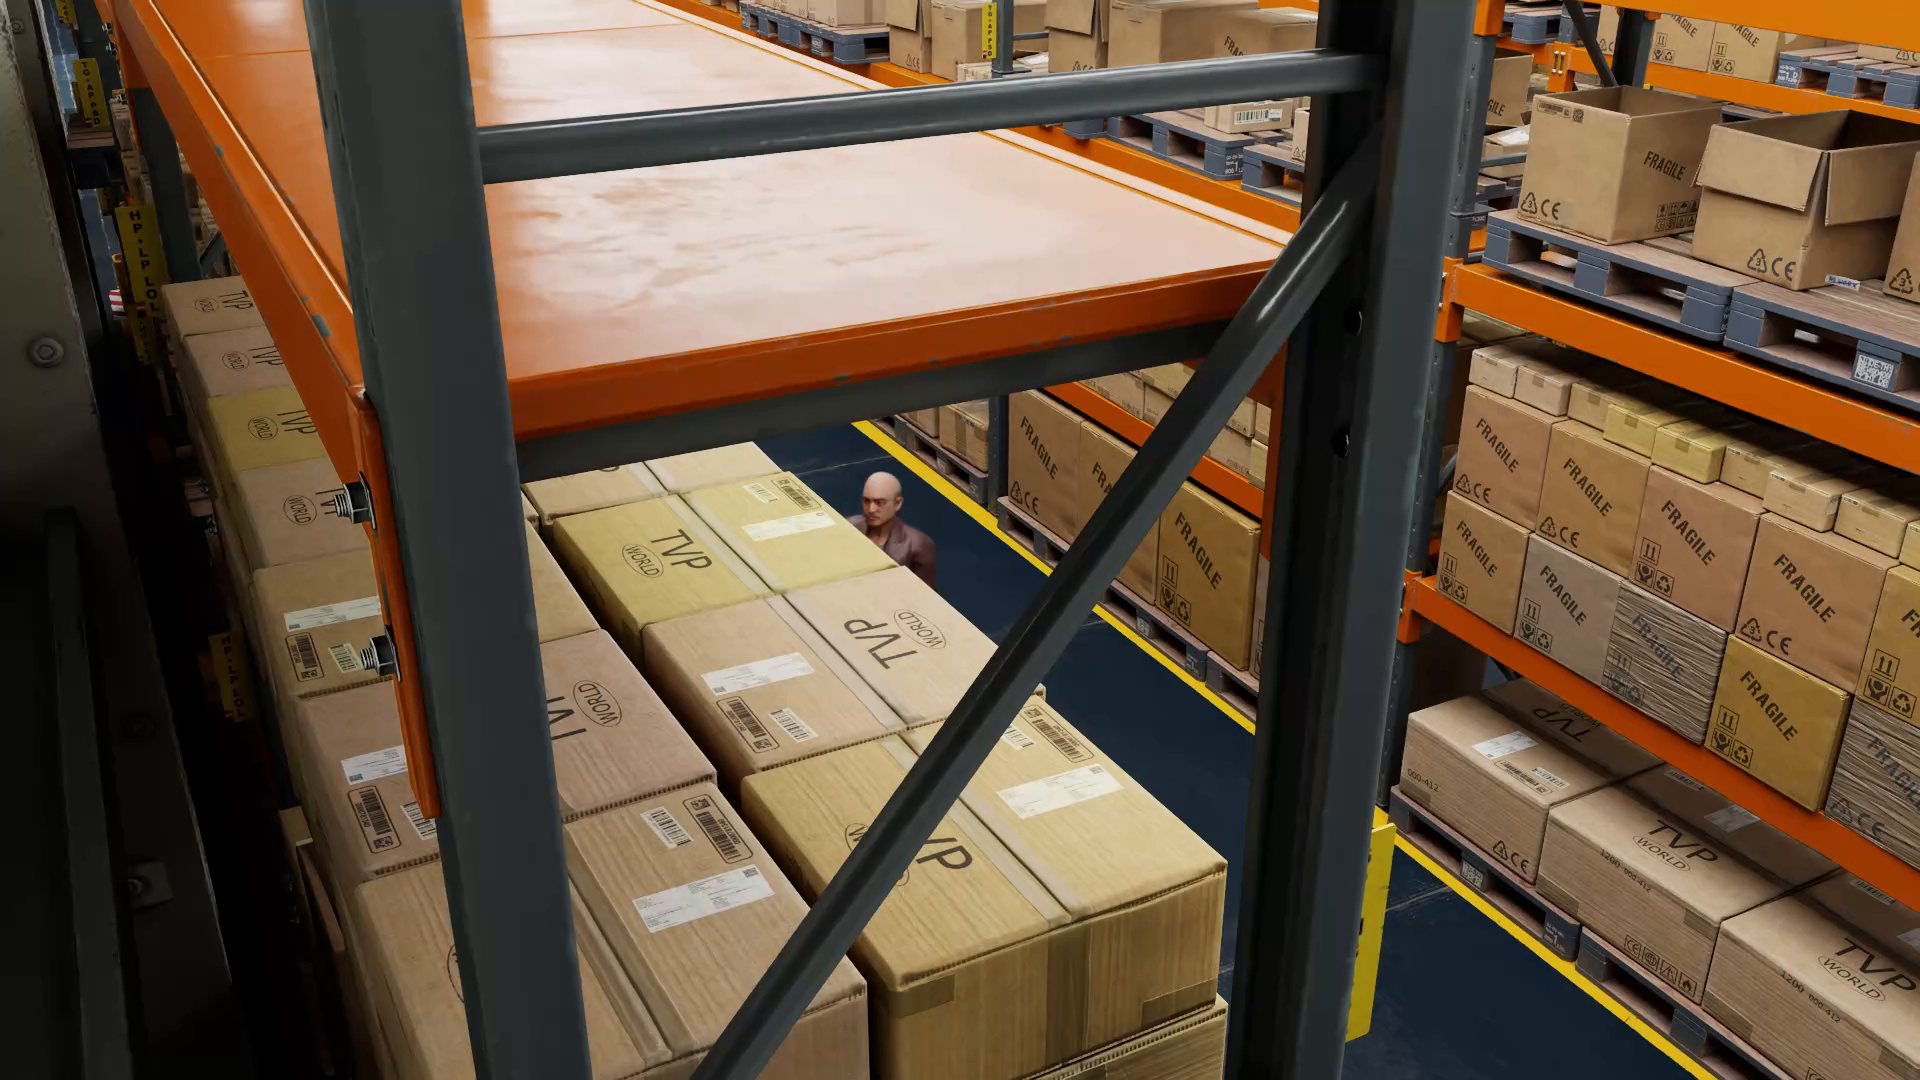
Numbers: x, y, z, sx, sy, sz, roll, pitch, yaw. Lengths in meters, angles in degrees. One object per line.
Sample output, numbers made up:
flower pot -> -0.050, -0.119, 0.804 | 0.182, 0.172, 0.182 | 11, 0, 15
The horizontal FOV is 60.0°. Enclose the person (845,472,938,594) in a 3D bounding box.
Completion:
person -> -0.421, 0.561, 7.889 | 0.577, 1.786, 0.536 | 11, 27, 22
